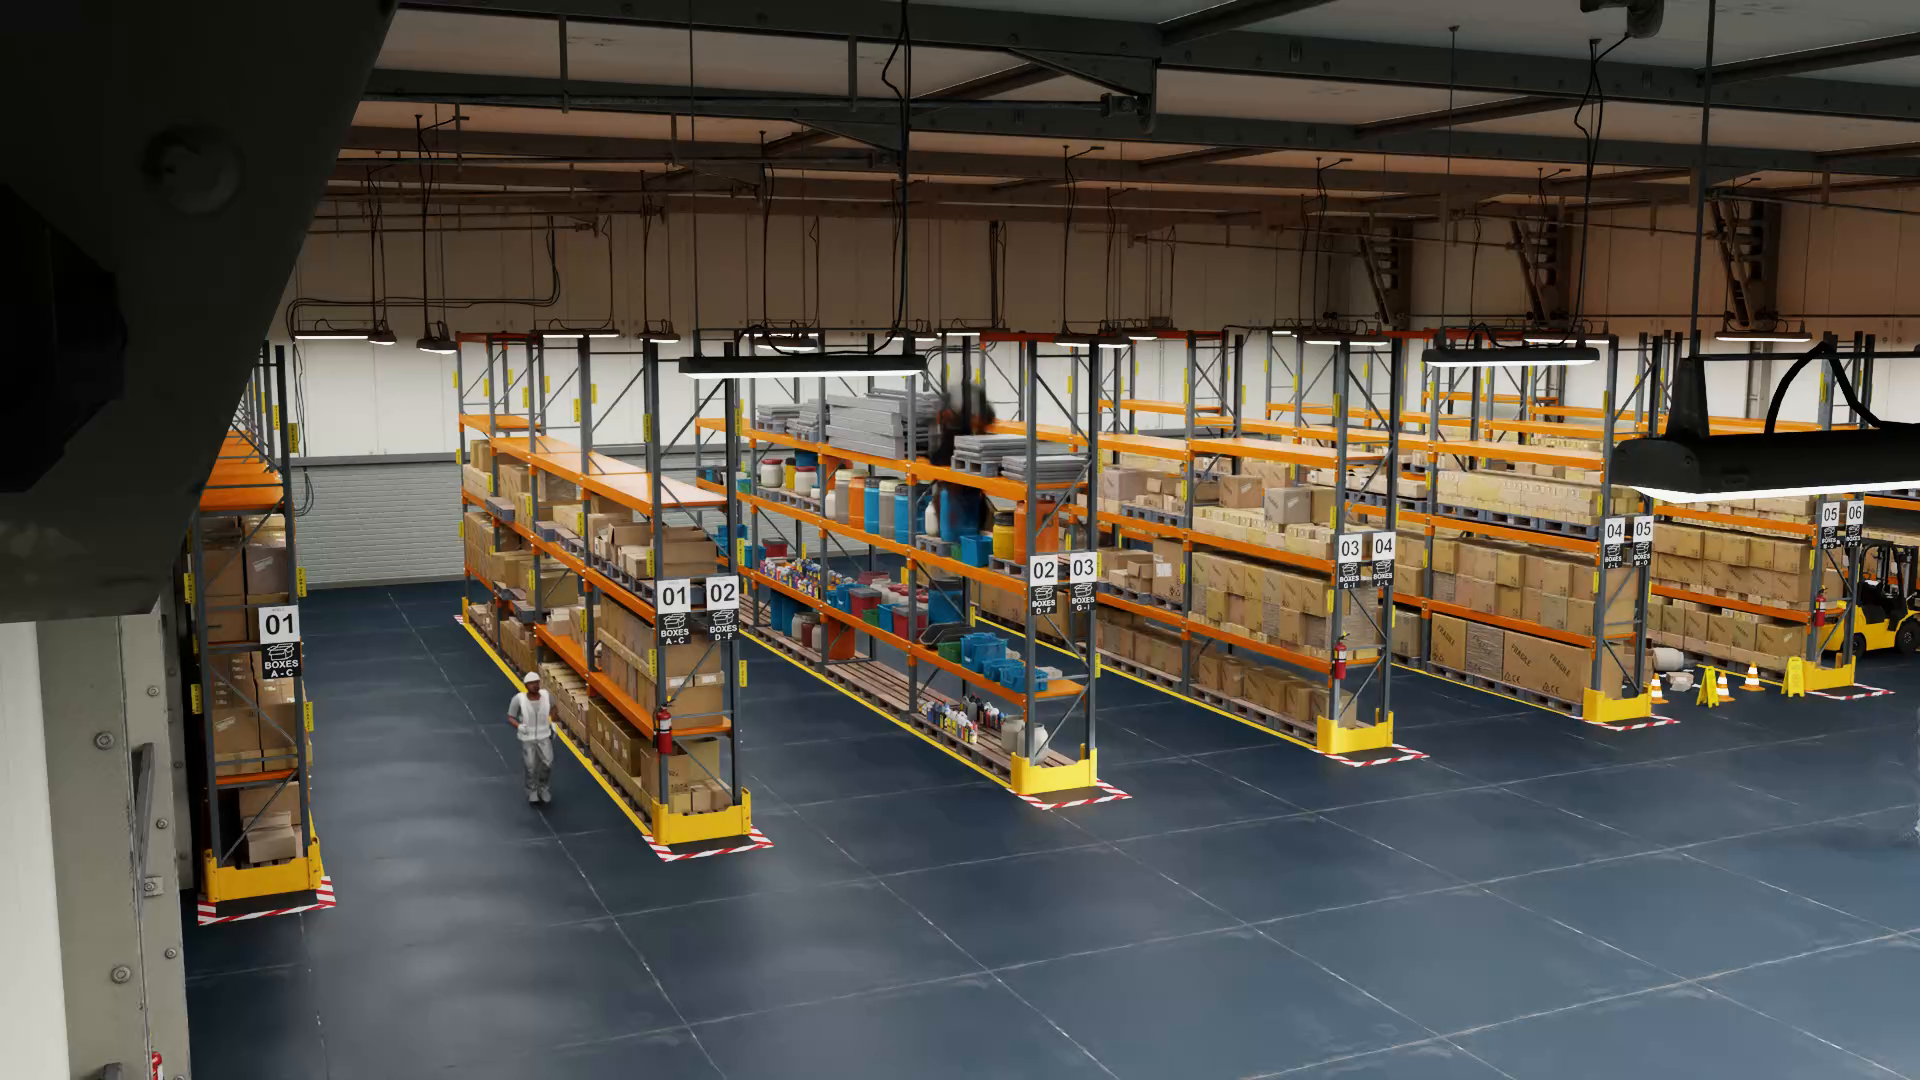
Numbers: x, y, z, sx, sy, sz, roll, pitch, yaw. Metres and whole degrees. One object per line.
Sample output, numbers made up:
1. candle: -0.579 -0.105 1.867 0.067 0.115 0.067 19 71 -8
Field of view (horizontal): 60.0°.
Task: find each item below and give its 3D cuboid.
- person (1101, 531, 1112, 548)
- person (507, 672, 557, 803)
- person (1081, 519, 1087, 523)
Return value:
1. person: 3.645 -0.206 41.982 0.963 1.785 0.696 -3 8 -18
2. person: -5.501 2.571 21.485 0.642 1.756 0.656 -3 8 -23
3. person: 2.863 0.350 38.327 0.646 1.685 0.872 -3 8 -20
